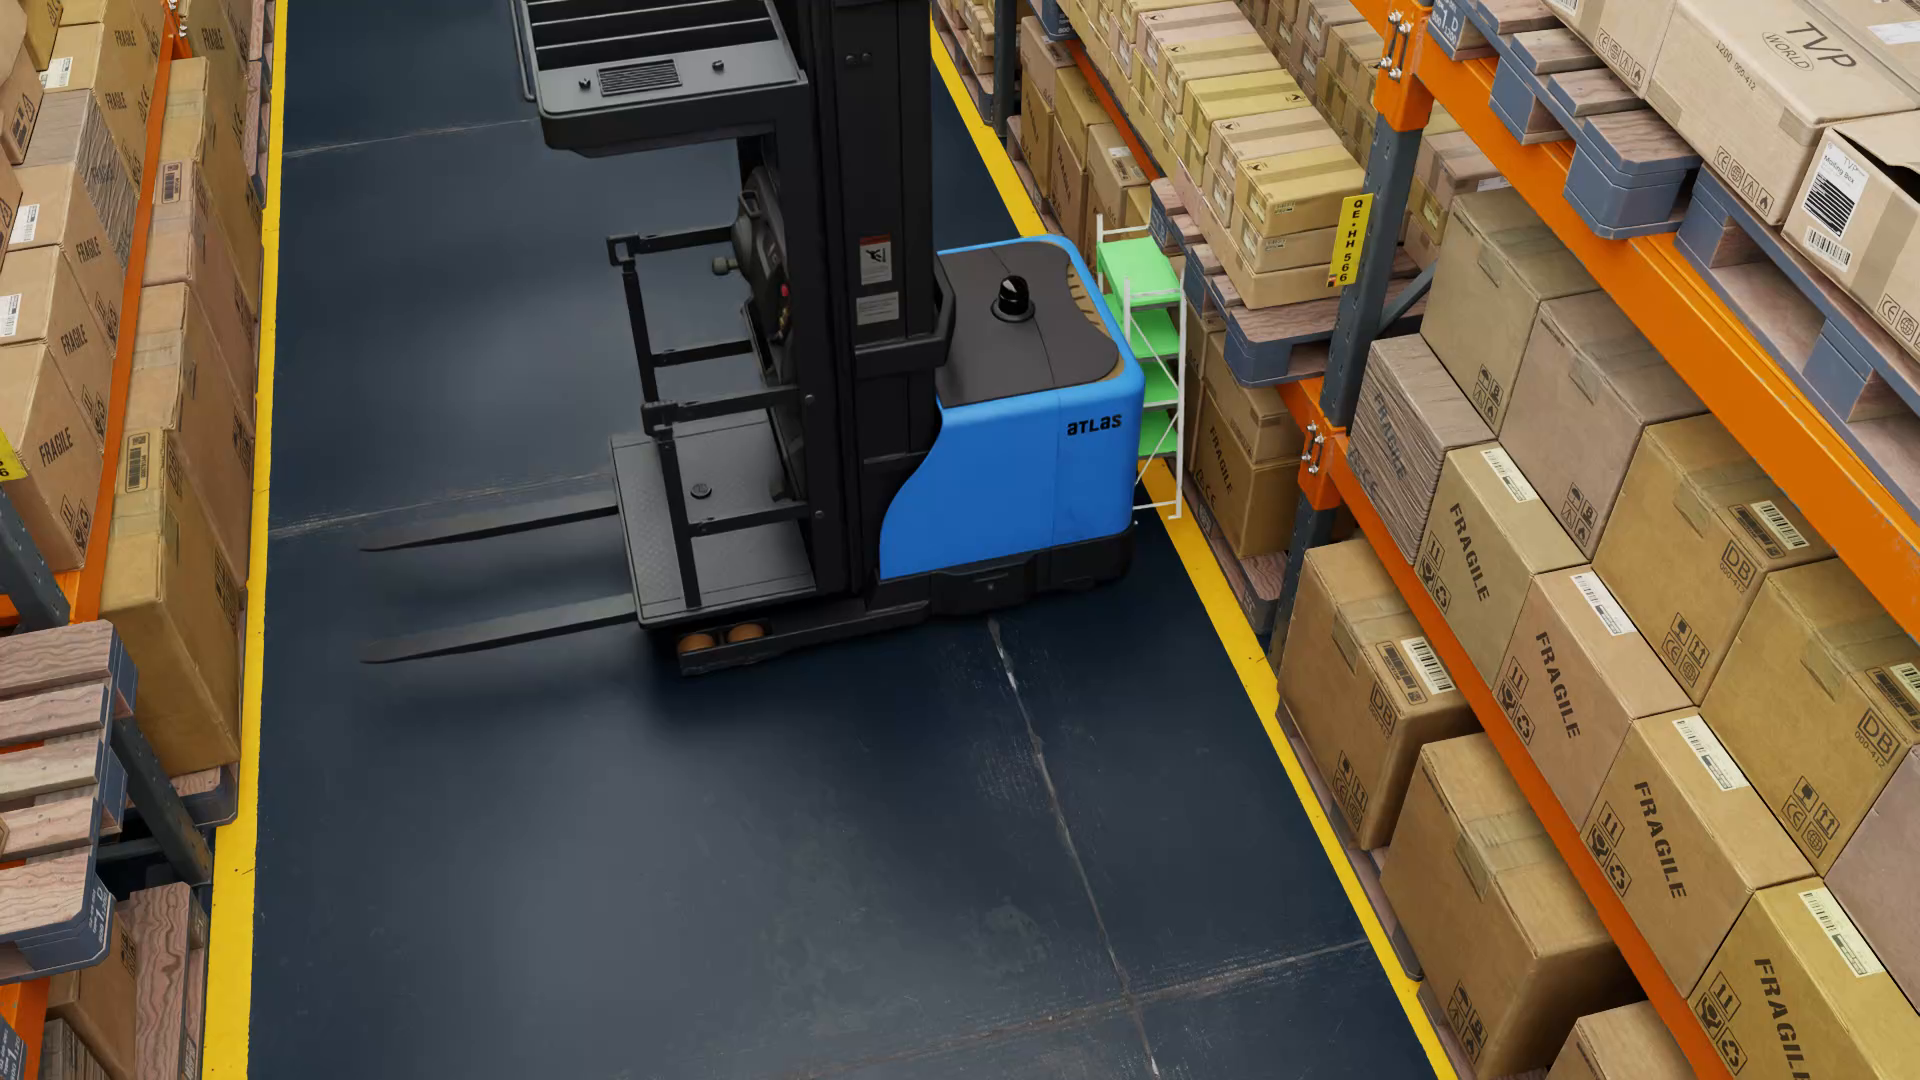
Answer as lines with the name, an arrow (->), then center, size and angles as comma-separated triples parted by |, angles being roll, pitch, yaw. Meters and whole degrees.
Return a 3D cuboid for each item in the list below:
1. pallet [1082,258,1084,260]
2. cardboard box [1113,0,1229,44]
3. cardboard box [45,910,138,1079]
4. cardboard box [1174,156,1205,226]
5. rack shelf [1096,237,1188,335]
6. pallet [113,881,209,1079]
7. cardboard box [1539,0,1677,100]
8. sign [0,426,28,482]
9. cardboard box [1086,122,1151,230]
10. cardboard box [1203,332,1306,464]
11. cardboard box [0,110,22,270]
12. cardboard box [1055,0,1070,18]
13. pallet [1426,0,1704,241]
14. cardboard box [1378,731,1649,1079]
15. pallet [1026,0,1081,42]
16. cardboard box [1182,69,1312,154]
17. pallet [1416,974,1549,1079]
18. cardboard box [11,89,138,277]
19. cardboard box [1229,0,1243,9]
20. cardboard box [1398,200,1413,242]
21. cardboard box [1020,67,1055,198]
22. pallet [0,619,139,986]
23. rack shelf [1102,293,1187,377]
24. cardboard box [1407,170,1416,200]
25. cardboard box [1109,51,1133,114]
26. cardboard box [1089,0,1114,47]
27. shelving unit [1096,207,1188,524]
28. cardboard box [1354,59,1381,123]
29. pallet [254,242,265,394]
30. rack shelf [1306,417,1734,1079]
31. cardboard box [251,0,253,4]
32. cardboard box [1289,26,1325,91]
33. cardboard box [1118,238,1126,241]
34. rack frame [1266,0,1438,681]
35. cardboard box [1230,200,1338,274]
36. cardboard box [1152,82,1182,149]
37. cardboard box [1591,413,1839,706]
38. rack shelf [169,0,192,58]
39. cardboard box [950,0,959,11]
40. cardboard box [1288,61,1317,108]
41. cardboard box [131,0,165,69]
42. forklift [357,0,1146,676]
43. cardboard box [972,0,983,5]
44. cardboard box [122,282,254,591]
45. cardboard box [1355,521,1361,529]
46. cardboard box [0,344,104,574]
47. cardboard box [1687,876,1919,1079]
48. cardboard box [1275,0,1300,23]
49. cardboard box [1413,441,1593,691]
pallet -> 1.196, -1.036, 7.868 | 1.003, 0.211, 1.213 | -11, 47, -10
cardboard box -> 0.806, -2.047, 6.372 | 0.380, 0.149, 0.250 | -9, 46, -8
cardboard box -> -2.926, 1.385, 4.985 | 0.700, 0.500, 0.500 | -13, 47, -12
cardboard box -> 1.005, -1.297, 6.053 | 0.380, 0.149, 0.250 | -10, 46, -10
rack shelf -> 0.709, -1.009, 6.529 | 0.258, 0.148, 0.480 | -8, 40, -4
pallet -> -2.918, 1.721, 5.166 | 1.003, 0.211, 1.213 | -11, 47, -10
cardboard box -> 1.676, -1.292, 3.765 | 0.500, 0.311, 0.500 | -11, 47, -10
sign -> -2.595, -0.278, 4.418 | 0.100, 0.325, 0.005 | -11, 47, -10
cardboard box -> 0.879, -1.649, 7.448 | 0.500, 0.250, 0.500 | -9, 46, -9
cardboard box -> 1.275, -0.591, 6.410 | 0.500, 0.250, 0.500 | -12, 47, -11
cardboard box -> -3.452, -1.139, 5.244 | 0.797, 0.503, 0.637 | -10, 46, -9
cardboard box -> 0.602, -2.384, 7.118 | 0.380, 0.149, 0.250 | -13, 47, -12
pallet -> 1.920, -1.181, 4.090 | 1.213, 0.211, 1.003 | -9, 46, -8
cardboard box -> 2.000, 1.049, 5.154 | 1.050, 0.750, 0.750 | -10, 46, -10
pallet -> 0.735, -2.772, 7.751 | 1.003, 0.211, 1.213 | -11, 47, -10
cardboard box -> 1.006, -1.508, 5.844 | 0.380, 0.149, 0.250 | -9, 46, -9
pallet -> 2.142, 1.743, 5.145 | 1.003, 0.211, 1.213 | -11, 47, -10
cardboard box -> -3.373, -1.269, 6.074 | 0.500, 0.500, 0.500 | -11, 47, -10
cardboard box -> 1.309, -2.316, 7.052 | 0.380, 0.149, 0.250 | -9, 46, -9
cardboard box -> 1.716, -1.222, 5.980 | 0.380, 0.149, 0.250 | -9, 46, -8
cardboard box -> 0.613, -2.107, 8.421 | 0.500, 0.500, 0.500 | -9, 46, -9
pallet -> -2.831, 0.745, 4.305 | 1.213, 0.211, 1.003 | -11, 47, -10
rack shelf -> 0.725, -0.827, 6.684 | 0.258, 0.148, 0.480 | -8, 40, -4
cardboard box -> 1.703, -1.352, 5.899 | 0.380, 0.149, 0.250 | -9, 46, -8
cardboard box -> 0.810, -1.834, 6.580 | 0.380, 0.149, 0.250 | -9, 46, -9
cardboard box -> 0.738, -2.121, 6.653 | 0.380, 0.149, 0.250 | -12, 47, -11
shelving unit -> 0.737, -0.692, 6.797 | 0.258, 1.200, 0.503 | -8, 40, -4
cardboard box -> 1.643, -1.609, 5.942 | 0.380, 0.149, 0.250 | -11, 47, -11
pallet -> -3.870, -1.061, 7.893 | 1.003, 0.211, 1.213 | -11, 47, -10
rack shelf -> 2.216, 1.001, 4.423 | 1.077, 0.370, 4.000 | -11, 47, -10
cardboard box -> -4.691, -3.666, 9.687 | 0.875, 0.875, 0.875 | -11, 47, -10
cardboard box -> 1.503, -1.882, 6.419 | 0.380, 0.149, 0.250 | -11, 47, -10
cardboard box -> 1.002, -1.032, 7.368 | 0.500, 0.500, 0.500 | -13, 47, -12
rack frame -> 1.704, -0.632, 5.520 | 1.000, 3.000, 0.127 | -11, 47, -10
cardboard box -> 1.137, -1.053, 5.606 | 0.380, 0.149, 0.250 | -10, 46, -9
cardboard box -> 0.934, -1.591, 6.133 | 0.380, 0.149, 0.250 | -11, 47, -10
cardboard box -> 2.073, -0.002, 4.133 | 0.700, 0.500, 0.500 | -11, 47, -11
rack shelf -> -4.653, -3.685, 9.016 | 1.077, 0.370, 4.000 | -11, 47, -10
cardboard box -> 0.125, -3.172, 9.503 | 0.380, 0.149, 0.250 | -12, 47, -12
cardboard box -> 1.505, -1.777, 6.524 | 0.380, 0.149, 0.250 | -9, 46, -9
cardboard box -> -3.757, -2.318, 7.102 | 0.500, 0.500, 0.500 | -11, 47, -10
forklift -> -0.875, -0.922, 5.853 | 3.031, 2.935, 1.130 | -11, 47, -10
cardboard box -> 0.233, -3.118, 9.242 | 0.380, 0.149, 0.250 | -10, 46, -10
cardboard box -> -3.494, -0.295, 6.383 | 1.225, 0.875, 0.875 | -11, 47, -10
cardboard box -> 1.769, -0.439, 6.787 | 0.500, 0.500, 0.500 | -13, 47, -12
cardboard box -> -2.978, -0.215, 5.041 | 0.500, 0.500, 0.500 | -9, 46, -9
cardboard box -> 2.077, 1.086, 3.766 | 0.500, 0.500, 0.500 | -10, 46, -10
cardboard box -> 1.435, -2.161, 6.483 | 0.380, 0.149, 0.250 | -9, 46, -9
cardboard box -> 1.691, 0.043, 4.788 | 0.500, 0.500, 0.500 | -11, 47, -11
